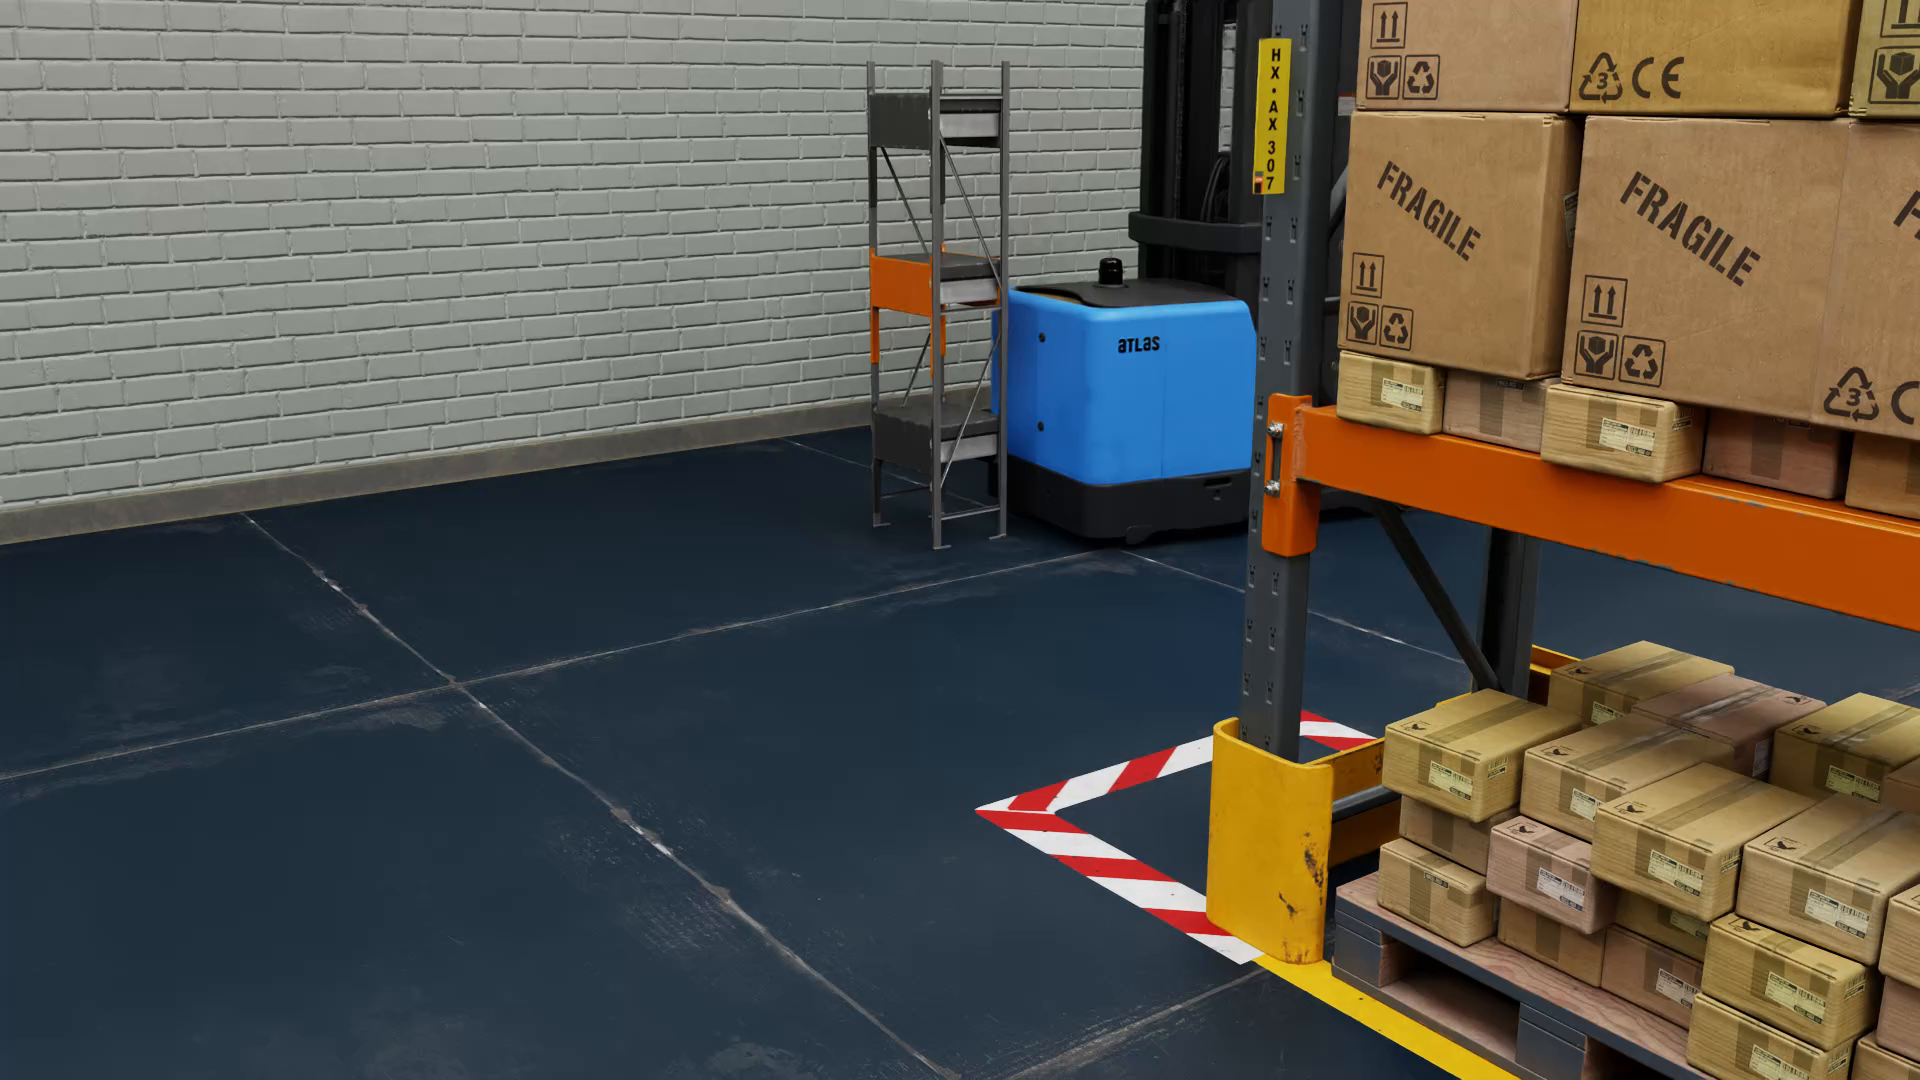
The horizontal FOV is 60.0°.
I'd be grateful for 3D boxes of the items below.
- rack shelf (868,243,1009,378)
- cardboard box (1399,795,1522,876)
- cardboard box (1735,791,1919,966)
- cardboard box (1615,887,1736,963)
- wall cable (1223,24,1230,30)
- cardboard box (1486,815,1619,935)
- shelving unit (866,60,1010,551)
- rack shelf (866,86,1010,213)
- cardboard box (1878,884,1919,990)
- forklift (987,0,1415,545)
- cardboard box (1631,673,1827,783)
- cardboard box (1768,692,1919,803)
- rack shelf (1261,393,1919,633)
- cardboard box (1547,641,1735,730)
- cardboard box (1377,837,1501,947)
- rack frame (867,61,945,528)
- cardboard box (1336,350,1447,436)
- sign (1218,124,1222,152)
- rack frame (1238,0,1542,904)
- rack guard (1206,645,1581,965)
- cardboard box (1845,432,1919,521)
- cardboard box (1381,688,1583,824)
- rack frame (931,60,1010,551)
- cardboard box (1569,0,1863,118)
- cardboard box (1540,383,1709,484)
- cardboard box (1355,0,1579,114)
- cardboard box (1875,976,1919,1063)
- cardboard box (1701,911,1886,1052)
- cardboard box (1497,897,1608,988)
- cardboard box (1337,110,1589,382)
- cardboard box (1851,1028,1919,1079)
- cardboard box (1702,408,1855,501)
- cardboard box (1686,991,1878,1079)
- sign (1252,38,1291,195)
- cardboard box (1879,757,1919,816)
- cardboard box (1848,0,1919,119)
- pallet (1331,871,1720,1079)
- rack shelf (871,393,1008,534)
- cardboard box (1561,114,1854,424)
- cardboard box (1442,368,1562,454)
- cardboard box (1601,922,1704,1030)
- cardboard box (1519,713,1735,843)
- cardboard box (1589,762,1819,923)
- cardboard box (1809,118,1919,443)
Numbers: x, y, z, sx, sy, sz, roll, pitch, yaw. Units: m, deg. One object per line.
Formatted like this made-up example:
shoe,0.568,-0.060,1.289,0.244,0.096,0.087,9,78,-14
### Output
rack shelf,-0.097,-1.035,7.432,0.431,0.518,0.480,-11,19,-35
cardboard box,1.217,0.599,3.748,0.380,0.149,0.250,-10,18,-32
cardboard box,1.666,0.622,3.099,0.380,0.149,0.250,-12,19,-37
cardboard box,1.548,0.704,3.362,0.380,0.149,0.250,-11,19,-34
wall cable,1.727,-3.078,11.155,0.585,1.953,0.123,-11,19,-35
cardboard box,1.332,0.666,3.503,0.380,0.149,0.250,-11,19,-35
shelving unit,-0.097,-1.048,7.428,0.431,2.100,0.503,-11,19,-35
rack shelf,-0.097,-1.710,7.247,0.431,0.518,0.480,-11,19,-35
cardboard box,1.822,0.683,2.878,0.380,0.149,0.250,-10,18,-32
forklift,1.685,-1.644,8.030,3.031,2.935,1.130,-8,17,-26
cardboard box,1.734,0.440,3.766,0.380,0.149,0.250,-10,18,-33
cardboard box,1.989,0.475,3.636,0.380,0.149,0.250,-11,19,-36
rack shelf,2.292,0.192,2.556,1.077,0.370,4.000,-11,19,-35
cardboard box,1.633,0.377,3.994,0.380,0.149,0.250,-11,19,-34
cardboard box,1.165,0.752,3.752,0.380,0.149,0.250,-10,18,-33
rack frame,-0.241,-1.100,7.618,0.400,2.100,0.015,-11,19,-35
cardboard box,1.042,-0.341,3.616,0.380,0.149,0.250,-11,19,-35
sign,1.652,-2.708,11.278,0.327,0.218,0.001,-11,19,-35
rack frame,1.116,-0.582,4.021,1.000,3.000,0.127,-11,19,-35
rack guard,1.161,0.640,4.292,1.175,0.500,0.348,-11,19,-35
cardboard box,1.743,-0.131,2.850,0.380,0.149,0.250,-11,19,-35
cardboard box,1.150,0.468,3.662,0.380,0.149,0.250,-12,19,-37
rack frame,0.046,-0.996,7.238,0.400,2.100,0.015,-11,19,-35
cardboard box,1.467,-1.012,2.946,0.500,0.500,0.500,-10,18,-33
cardboard box,1.340,-0.227,3.200,0.380,0.149,0.250,-12,19,-36
cardboard box,1.166,-1.119,3.336,0.500,0.500,0.500,-11,19,-35
cardboard box,1.844,0.818,2.947,0.380,0.149,0.250,-12,19,-37
cardboard box,1.611,0.776,3.100,0.380,0.149,0.250,-10,18,-33
cardboard box,1.386,0.795,3.594,0.380,0.149,0.250,-11,19,-35
cardboard box,1.157,-0.635,3.462,0.500,0.500,0.500,-10,18,-32
cardboard box,1.826,0.958,2.997,0.380,0.149,0.250,-11,19,-34
cardboard box,1.603,-0.193,3.076,0.380,0.149,0.250,-10,18,-32
cardboard box,1.599,0.919,3.142,0.380,0.149,0.250,-11,19,-34
sign,0.678,-0.915,3.599,0.100,0.325,0.005,-11,19,-35
cardboard box,2.090,0.540,3.398,0.380,0.149,0.250,-12,19,-37
cardboard box,1.755,-0.898,2.527,0.500,0.500,0.500,-11,19,-36
pallet,1.610,0.958,3.676,1.003,0.211,1.213,-11,19,-35
rack shelf,-0.097,-0.360,7.616,0.431,0.518,0.480,-11,19,-35
cardboard box,1.492,-0.525,3.059,0.500,0.500,0.500,-11,19,-34
cardboard box,1.225,-0.293,3.440,0.380,0.149,0.250,-10,18,-33
cardboard box,1.537,0.847,3.404,0.380,0.149,0.250,-11,19,-34
cardboard box,1.409,0.508,3.515,0.380,0.149,0.250,-10,18,-34
cardboard box,1.454,0.582,3.246,0.380,0.149,0.250,-11,19,-35
cardboard box,1.770,-0.418,2.669,0.500,0.500,0.500,-11,19,-34
